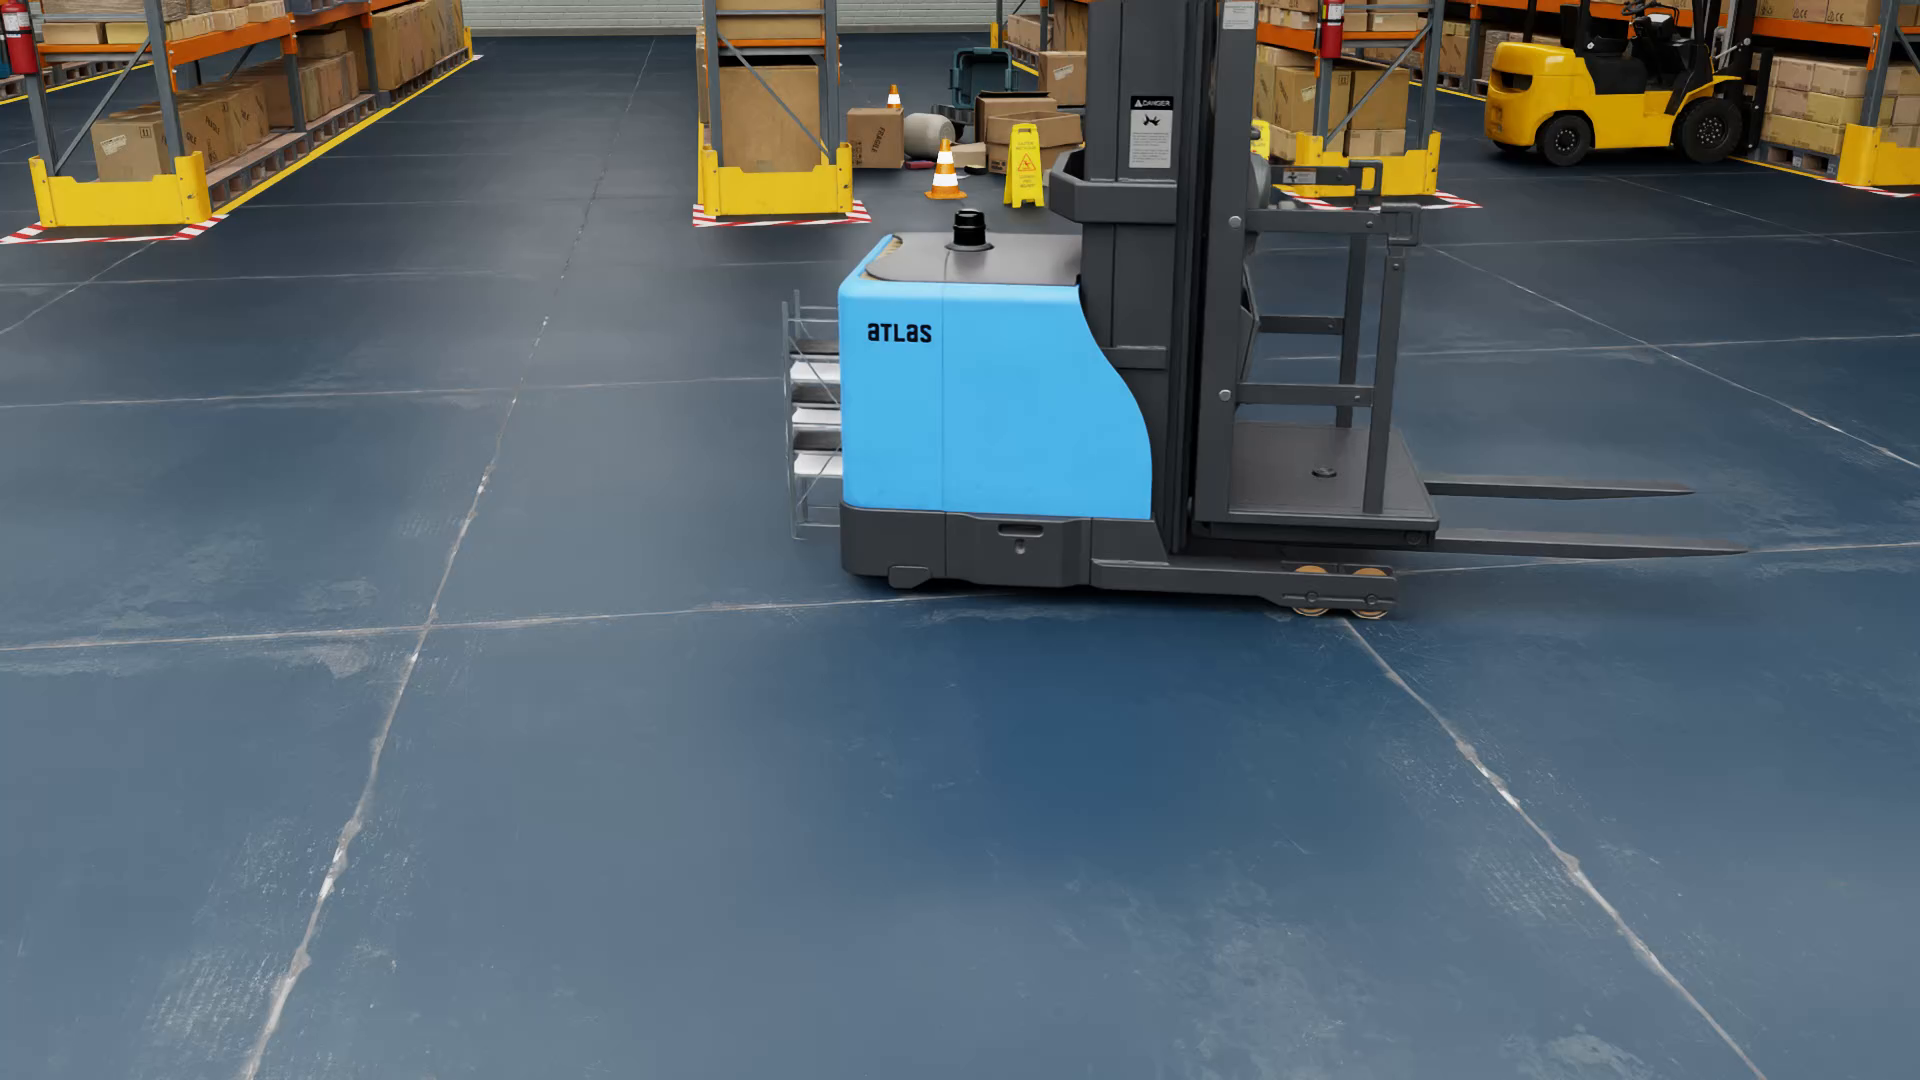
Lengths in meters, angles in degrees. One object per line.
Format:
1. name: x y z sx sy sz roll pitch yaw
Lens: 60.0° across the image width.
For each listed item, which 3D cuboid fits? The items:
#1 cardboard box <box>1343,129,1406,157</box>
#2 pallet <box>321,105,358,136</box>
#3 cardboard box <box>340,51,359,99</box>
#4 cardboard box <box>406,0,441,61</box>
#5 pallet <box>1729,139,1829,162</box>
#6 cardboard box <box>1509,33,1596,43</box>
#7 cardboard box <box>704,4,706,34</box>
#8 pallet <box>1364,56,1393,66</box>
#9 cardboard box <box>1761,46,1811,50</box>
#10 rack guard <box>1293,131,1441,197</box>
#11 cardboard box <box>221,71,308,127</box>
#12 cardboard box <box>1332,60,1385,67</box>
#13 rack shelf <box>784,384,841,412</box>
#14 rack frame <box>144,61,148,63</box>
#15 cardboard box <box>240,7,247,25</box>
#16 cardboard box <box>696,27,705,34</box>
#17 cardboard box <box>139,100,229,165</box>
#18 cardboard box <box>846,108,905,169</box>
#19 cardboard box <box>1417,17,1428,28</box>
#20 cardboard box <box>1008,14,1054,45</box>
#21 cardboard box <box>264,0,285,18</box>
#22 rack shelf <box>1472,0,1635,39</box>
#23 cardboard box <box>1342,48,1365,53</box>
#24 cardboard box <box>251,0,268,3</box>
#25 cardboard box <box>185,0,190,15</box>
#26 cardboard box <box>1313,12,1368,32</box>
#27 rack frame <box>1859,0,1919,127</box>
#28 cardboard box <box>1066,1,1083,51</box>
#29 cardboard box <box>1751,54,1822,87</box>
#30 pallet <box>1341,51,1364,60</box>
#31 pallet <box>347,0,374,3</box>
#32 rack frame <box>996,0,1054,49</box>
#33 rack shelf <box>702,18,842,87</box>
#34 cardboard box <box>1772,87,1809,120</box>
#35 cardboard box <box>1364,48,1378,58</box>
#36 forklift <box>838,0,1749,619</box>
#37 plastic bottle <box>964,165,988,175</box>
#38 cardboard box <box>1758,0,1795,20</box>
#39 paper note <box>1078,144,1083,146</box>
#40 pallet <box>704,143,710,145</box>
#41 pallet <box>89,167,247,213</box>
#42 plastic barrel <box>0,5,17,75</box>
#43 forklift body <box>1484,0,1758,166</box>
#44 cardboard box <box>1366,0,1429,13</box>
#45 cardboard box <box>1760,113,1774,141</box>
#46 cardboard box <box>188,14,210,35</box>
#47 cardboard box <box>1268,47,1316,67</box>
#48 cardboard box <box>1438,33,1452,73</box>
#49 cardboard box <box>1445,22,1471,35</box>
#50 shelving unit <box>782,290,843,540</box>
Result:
1. cardboard box: 3.593 -3.524 14.693 0.500 0.250 0.500 -3 21 -8
2. pallet: -7.241 -4.593 18.213 1.003 0.211 1.213 -3 21 -8
3. cardboard box: -7.408 -5.396 19.320 0.700 0.500 0.500 -4 21 -11
4. cardboard box: -8.117 -7.411 24.207 0.875 0.875 0.875 -3 21 -8
5. pallet: 8.022 -3.951 16.493 1.003 0.211 1.213 -3 21 -8
6. cardboard box: 7.372 -5.985 20.747 0.875 0.625 0.625 -2 21 -6
7. cardboard box: -1.648 -4.423 13.556 0.875 0.550 0.550 -3 21 -8
8. pallet: 6.771 -7.142 25.037 1.003 0.211 1.213 -3 21 -8
9. cardboard box: 8.180 -4.824 16.746 0.500 0.250 0.500 -3 21 -7
10. rack guard: 3.424 -3.177 14.008 1.175 0.500 0.348 -3 21 -8
11. cardboard box: -7.015 -4.456 16.802 0.700 0.500 0.500 -5 21 -12
12. cardboard box: 3.509 -4.064 15.068 0.500 0.500 0.500 -4 21 -10
13. rack shelf: -0.501 -0.508 6.127 0.258 0.077 0.200 2 21 6
14. rack frame: -13.579 -9.112 26.325 1.000 3.000 0.127 -3 21 -8
15. cardboard box: -6.495 -4.594 14.589 0.380 0.149 0.250 -3 21 -8
16. cardboard box: -2.603 -5.734 19.897 1.050 0.750 0.750 -3 21 -8
17. cardboard box: -6.636 -3.488 14.239 0.500 0.500 0.500 -1 21 -3
18. cardboard box: -0.786 -3.766 15.582 0.500 0.500 0.500 1 20 2
19. cardboard box: 6.723 -7.379 23.731 0.380 0.149 0.250 -3 21 -8
20. cardboard box: 1.323 -8.634 28.109 0.875 0.438 0.875 -4 21 -10
21. cardboard box: -6.626 -5.029 15.754 0.380 0.149 0.250 -3 21 -8
22. rack shelf: 7.482 -6.314 19.862 1.077 0.370 4.000 -3 21 -8
23. cardboard box: 6.246 -7.767 26.200 0.380 0.149 0.250 -4 21 -9
24. cardboard box: -6.944 -5.234 15.375 0.875 0.500 0.500 -3 21 -8
25. cardboard box: -6.614 -4.367 13.053 0.875 0.500 0.500 -3 21 -8
26. cardboard box: 3.170 -4.323 13.862 0.380 0.149 0.250 -2 21 -6
27. rack frame: 8.347 -4.573 14.174 1.000 3.000 0.127 -3 21 -8
28. cardboard box: 2.012 -7.155 23.522 0.875 0.875 0.875 -2 21 -6
29. cardboard box: 7.810 -4.445 15.730 0.500 0.250 0.500 -3 21 -7
30. pallet: 6.519 -7.660 26.423 1.003 0.211 1.213 -3 21 -8
31. pallet: -7.316 -6.260 18.965 1.213 0.211 1.003 -3 21 -8
32. rack frame: 1.129 -9.861 28.332 1.000 3.000 0.127 -3 21 -8
33. rack shelf: -1.737 -4.392 14.718 1.077 0.370 4.000 -3 21 -8
34. cardboard box: 7.905 -4.043 15.369 0.500 0.250 0.500 -3 21 -8
35. cardboard box: 6.464 -7.575 25.183 0.500 0.500 0.500 -2 21 -5
36. forklift: 1.141 -1.308 5.528 3.031 2.935 1.130 2 21 6
37. plastic bottle: 0.129 -3.389 15.204 0.133 0.061 0.283 -11 23 -26
38. cardboard box: 7.876 -5.135 15.534 0.500 0.500 0.500 -3 21 -9
39. paper note: 1.247 -4.046 17.006 0.148 0.019 0.142 -3 21 -8
40. pallet: -1.814 -3.425 15.085 1.003 0.211 1.213 -3 21 -8
41. pallet: -6.464 -2.825 13.478 1.003 0.211 1.213 -3 21 -8
42. plastic barrel: -12.941 -6.751 22.404 0.600 0.901 0.708 -3 21 -8
43. forklift body: 6.268 -4.740 15.834 2.313 2.155 1.214 -3 21 -8
44. cardboard box: 3.641 -4.686 13.907 0.500 0.500 0.500 -3 21 -9
45. cardboard box: 7.841 -3.975 15.902 0.500 0.250 0.500 -3 21 -7
46. cardboard box: -6.300 -4.162 13.432 0.380 0.149 0.250 -3 21 -8
47. cardboard box: 2.942 -4.273 14.702 0.380 0.149 0.250 -2 21 -6
48. cardboard box: 6.858 -6.678 22.782 0.500 0.500 0.500 -3 21 -9
49. cardboard box: 6.802 -6.924 22.513 0.380 0.149 0.250 -4 21 -11
50. shelving unit: -0.501 -0.455 6.146 0.258 0.900 0.210 2 21 6
